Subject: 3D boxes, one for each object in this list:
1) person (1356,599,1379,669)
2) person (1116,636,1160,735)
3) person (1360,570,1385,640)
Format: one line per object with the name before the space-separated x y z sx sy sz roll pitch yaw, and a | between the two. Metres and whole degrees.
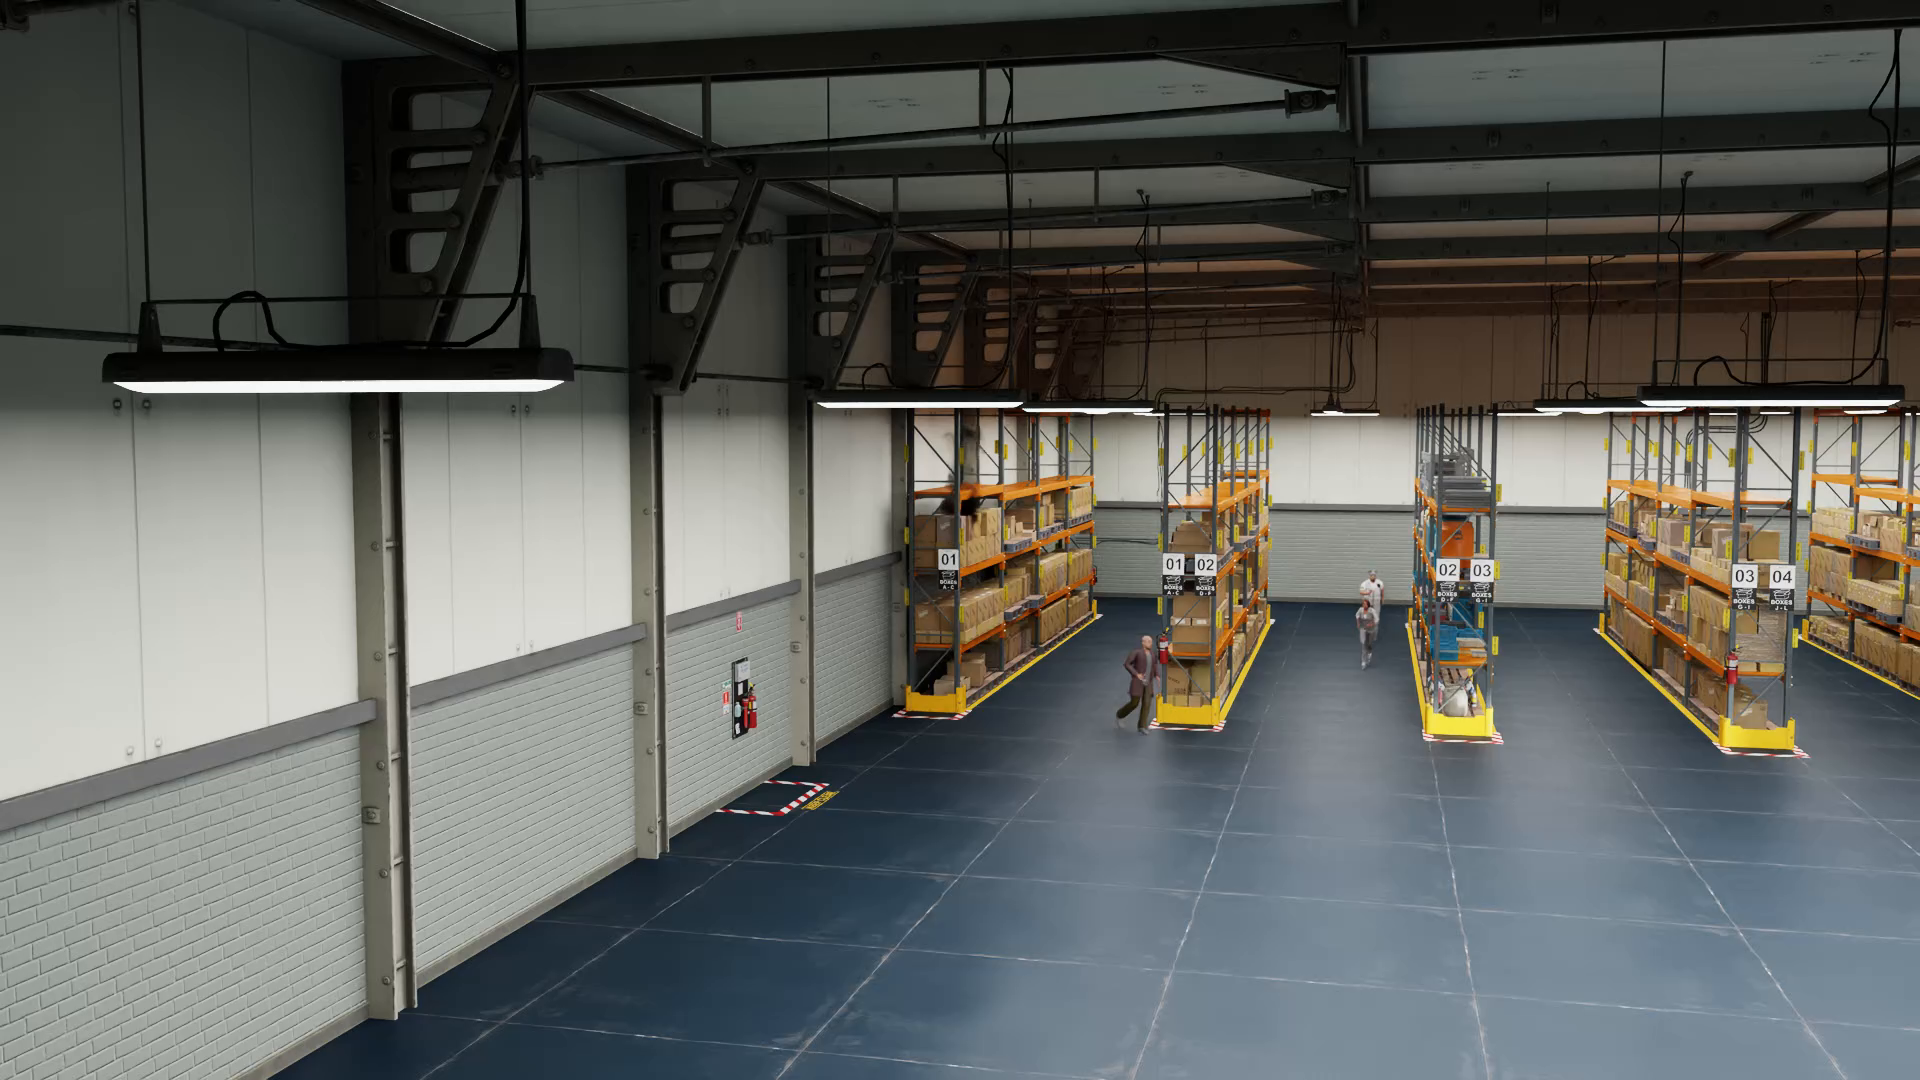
person | 9.437 2.188 38.514 0.541 1.486 0.996 2 4 20
person | 3.358 2.625 30.449 0.775 1.748 0.922 -2 5 -29
person | 10.745 1.659 43.360 0.650 1.795 0.959 1 4 10
